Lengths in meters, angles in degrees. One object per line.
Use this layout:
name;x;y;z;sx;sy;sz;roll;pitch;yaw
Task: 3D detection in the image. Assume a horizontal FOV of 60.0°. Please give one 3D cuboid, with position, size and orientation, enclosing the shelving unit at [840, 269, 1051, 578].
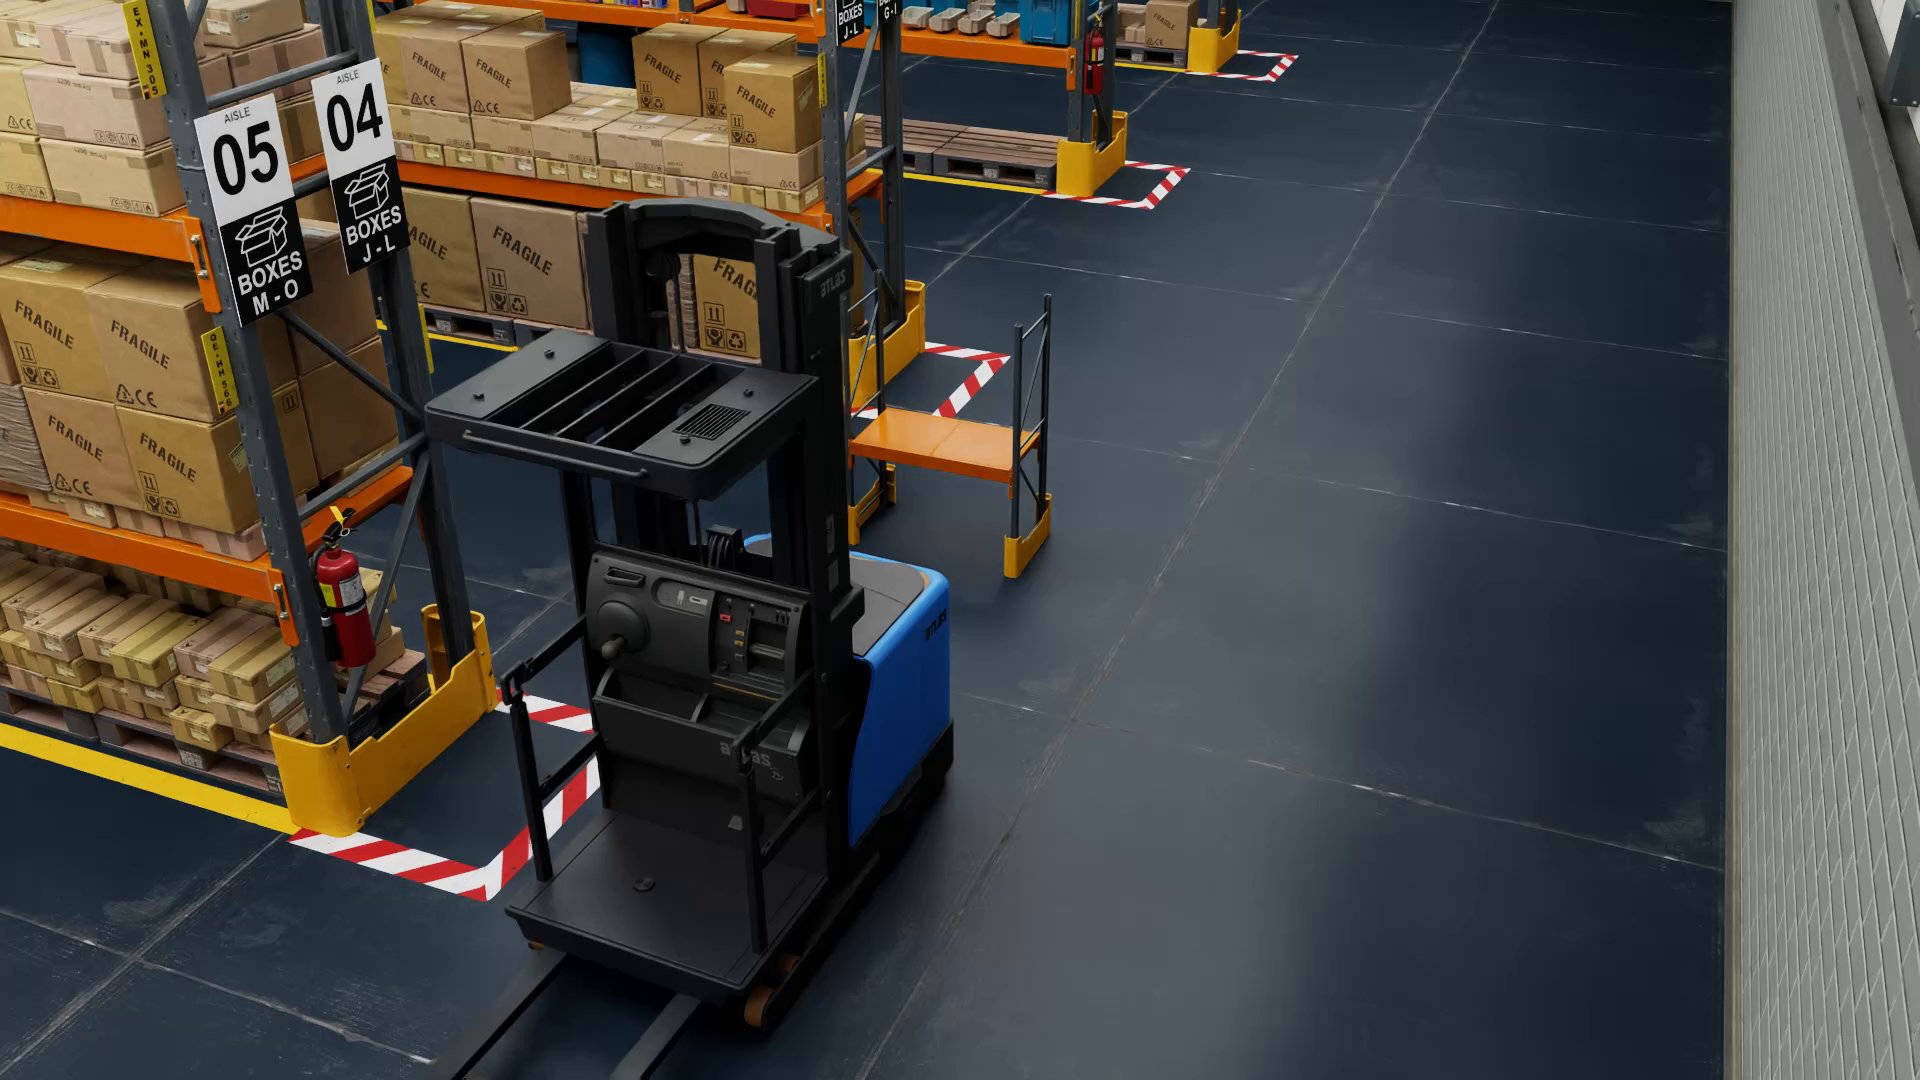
shelving unit;-0.071;-0.667;9.406;1.083;1.500;0.587;11;31;19

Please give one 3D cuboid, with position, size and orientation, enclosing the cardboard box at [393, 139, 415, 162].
cardboard box;-3.950;-2.873;12.040;0.250;0.149;0.380;10;31;17

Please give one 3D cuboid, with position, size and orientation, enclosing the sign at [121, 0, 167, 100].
sign;-2.822;-1.696;5.754;0.005;0.325;0.100;11;31;19

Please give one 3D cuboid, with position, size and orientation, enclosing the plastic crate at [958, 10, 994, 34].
plastic crate;0.139;-4.795;15.393;0.243;0.136;0.396;11;31;19

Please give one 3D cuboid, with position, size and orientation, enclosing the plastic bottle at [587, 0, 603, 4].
plastic bottle;-3.627;-5.529;16.534;0.185;0.351;0.144;11;31;19

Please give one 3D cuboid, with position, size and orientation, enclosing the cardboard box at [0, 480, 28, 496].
cardboard box;-4.164;-0.355;7.585;0.250;0.149;0.380;10;31;17

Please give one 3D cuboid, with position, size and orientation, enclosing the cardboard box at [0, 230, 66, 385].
cardboard box;-4.067;-1.020;7.086;0.500;0.500;0.500;13;32;22

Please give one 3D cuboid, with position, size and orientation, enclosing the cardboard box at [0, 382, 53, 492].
cardboard box;-4.057;-0.580;7.324;0.500;0.500;0.500;11;31;19

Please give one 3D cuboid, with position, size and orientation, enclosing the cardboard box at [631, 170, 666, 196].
cardboard box;-2.037;-2.492;11.366;0.250;0.149;0.380;11;31;18

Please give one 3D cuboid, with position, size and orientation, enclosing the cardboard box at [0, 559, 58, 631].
cardboard box;-4.621;0.264;8.101;0.250;0.149;0.380;11;31;19

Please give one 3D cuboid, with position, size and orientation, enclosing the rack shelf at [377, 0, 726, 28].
rack shelf;-4.334;-5.552;17.256;4.000;0.370;1.077;11;31;19

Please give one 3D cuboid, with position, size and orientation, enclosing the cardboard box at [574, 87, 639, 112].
cardboard box;-2.413;-3.055;11.957;0.500;0.250;0.500;11;31;18

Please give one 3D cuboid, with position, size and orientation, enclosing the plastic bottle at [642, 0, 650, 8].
plastic bottle;-3.085;-5.344;16.357;0.097;0.201;0.097;0;29;0

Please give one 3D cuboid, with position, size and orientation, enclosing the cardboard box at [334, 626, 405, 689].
cardboard box;-2.960;0.561;8.179;0.250;0.149;0.380;12;32;20

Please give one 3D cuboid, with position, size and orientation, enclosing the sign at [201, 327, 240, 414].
sign;-2.822;-0.647;6.348;0.005;0.325;0.100;11;31;19

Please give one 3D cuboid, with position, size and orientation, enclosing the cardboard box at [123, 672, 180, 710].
cardboard box;-3.673;0.612;7.788;0.250;0.149;0.380;10;31;17

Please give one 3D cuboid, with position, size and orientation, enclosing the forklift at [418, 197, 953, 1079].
forklift;-1.097;0.365;6.126;1.130;2.935;3.031;12;32;21

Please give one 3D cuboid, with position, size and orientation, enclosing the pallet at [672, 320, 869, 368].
pallet;-1.407;-1.395;12.004;1.213;0.211;1.003;11;31;19

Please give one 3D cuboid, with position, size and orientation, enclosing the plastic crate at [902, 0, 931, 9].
plastic crate;-0.377;-5.204;16.017;0.300;0.233;0.416;11;31;19

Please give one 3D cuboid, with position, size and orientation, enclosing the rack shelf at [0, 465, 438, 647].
rack shelf;-4.448;-0.311;7.983;4.000;0.370;1.077;11;31;19

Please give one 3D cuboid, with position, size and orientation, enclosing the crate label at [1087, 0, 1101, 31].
crate label;1.121;-4.905;15.488;0.303;0.233;0.416;11;31;19

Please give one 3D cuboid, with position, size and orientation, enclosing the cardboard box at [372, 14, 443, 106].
cardboard box;-3.995;-3.423;11.845;0.500;0.500;0.500;11;31;19

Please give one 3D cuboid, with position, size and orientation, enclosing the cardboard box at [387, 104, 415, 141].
cardboard box;-4.006;-3.095;12.028;0.500;0.250;0.500;11;31;18

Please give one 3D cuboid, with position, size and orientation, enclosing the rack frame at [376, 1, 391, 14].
rack frame;-6.187;-6.236;17.734;0.127;3.000;1.000;11;31;19

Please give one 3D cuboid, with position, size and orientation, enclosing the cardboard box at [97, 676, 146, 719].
cardboard box;-3.883;0.672;7.983;0.250;0.149;0.380;12;31;20

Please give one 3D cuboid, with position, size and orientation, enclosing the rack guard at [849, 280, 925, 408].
rack guard;-0.614;-1.405;11.727;0.348;0.500;1.175;11;31;19

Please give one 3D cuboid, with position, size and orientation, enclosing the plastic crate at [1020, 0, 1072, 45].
plastic crate;0.845;-4.774;15.051;0.499;0.435;0.616;11;31;19

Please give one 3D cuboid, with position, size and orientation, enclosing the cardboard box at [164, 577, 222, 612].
cardboard box;-3.699;0.184;8.242;0.250;0.149;0.380;10;31;17

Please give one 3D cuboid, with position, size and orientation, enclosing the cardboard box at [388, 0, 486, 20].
cardboard box;-3.816;-3.665;12.273;0.500;0.500;0.500;12;32;21

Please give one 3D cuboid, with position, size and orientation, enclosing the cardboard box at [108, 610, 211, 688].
cardboard box;-3.680;0.500;7.683;0.250;0.149;0.380;11;31;18

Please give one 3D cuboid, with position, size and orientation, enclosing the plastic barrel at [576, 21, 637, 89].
plastic barrel;-3.634;-5.004;17.261;0.708;0.901;0.600;11;31;19

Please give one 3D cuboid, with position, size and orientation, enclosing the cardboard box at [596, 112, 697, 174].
cardboard box;-2.127;-2.718;11.361;0.500;0.250;0.500;10;31;17

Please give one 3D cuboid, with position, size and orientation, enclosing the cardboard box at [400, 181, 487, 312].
cardboard box;-3.761;-2.336;12.568;0.875;0.875;0.875;11;31;19

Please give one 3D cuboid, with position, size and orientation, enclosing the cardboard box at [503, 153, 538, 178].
cardboard box;-2.992;-2.682;11.702;0.250;0.149;0.380;12;32;20

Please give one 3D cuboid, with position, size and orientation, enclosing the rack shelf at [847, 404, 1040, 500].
rack shelf;-0.079;-0.512;9.497;1.000;0.185;0.538;11;31;19

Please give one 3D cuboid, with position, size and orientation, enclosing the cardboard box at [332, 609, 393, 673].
cardboard box;-2.984;0.460;8.055;0.250;0.149;0.380;13;32;21

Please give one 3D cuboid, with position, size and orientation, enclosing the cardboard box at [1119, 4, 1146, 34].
cardboard box;2.231;-6.330;20.249;0.500;0.250;0.500;11;31;19

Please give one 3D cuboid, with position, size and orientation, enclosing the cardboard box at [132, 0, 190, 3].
cardboard box;-3.039;-2.105;6.617;0.250;0.149;0.380;13;32;21

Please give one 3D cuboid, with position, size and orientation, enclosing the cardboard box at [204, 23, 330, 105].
cardboard box;-2.913;-1.914;6.684;0.500;0.250;0.500;12;32;20

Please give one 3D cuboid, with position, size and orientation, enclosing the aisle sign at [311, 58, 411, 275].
aisle sign;-2.414;-1.509;6.730;0.004;0.787;0.394;11;31;19

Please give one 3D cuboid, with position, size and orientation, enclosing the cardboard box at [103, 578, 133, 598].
cardboard box;-4.222;0.245;8.436;0.250;0.149;0.380;13;32;22

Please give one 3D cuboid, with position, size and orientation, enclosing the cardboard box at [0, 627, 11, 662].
cardboard box;-4.654;0.427;8.113;0.250;0.149;0.380;12;31;20

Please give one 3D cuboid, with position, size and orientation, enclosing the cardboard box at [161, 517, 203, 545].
cardboard box;-3.219;-0.140;7.204;0.250;0.149;0.380;11;31;19

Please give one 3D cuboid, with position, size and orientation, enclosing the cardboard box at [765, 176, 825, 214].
cardboard box;-1.090;-2.304;11.032;0.250;0.149;0.380;12;32;20

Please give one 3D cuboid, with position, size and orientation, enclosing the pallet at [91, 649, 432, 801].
pallet;-3.405;0.779;8.157;1.213;0.211;1.003;11;31;19

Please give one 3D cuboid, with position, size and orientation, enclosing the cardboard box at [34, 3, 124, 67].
cardboard box;-3.213;-1.894;6.243;0.250;0.149;0.380;12;32;20

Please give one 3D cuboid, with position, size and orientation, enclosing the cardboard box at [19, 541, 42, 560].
cardboard box;-4.637;-0.040;8.638;0.250;0.149;0.380;10;31;17

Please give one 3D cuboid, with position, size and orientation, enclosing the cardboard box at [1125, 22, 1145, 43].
cardboard box;2.154;-6.076;19.883;0.250;0.166;0.380;11;31;19

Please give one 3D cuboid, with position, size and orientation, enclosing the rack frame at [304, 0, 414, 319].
rack frame;-4.343;-3.237;12.429;0.127;3.000;1.000;11;31;19
